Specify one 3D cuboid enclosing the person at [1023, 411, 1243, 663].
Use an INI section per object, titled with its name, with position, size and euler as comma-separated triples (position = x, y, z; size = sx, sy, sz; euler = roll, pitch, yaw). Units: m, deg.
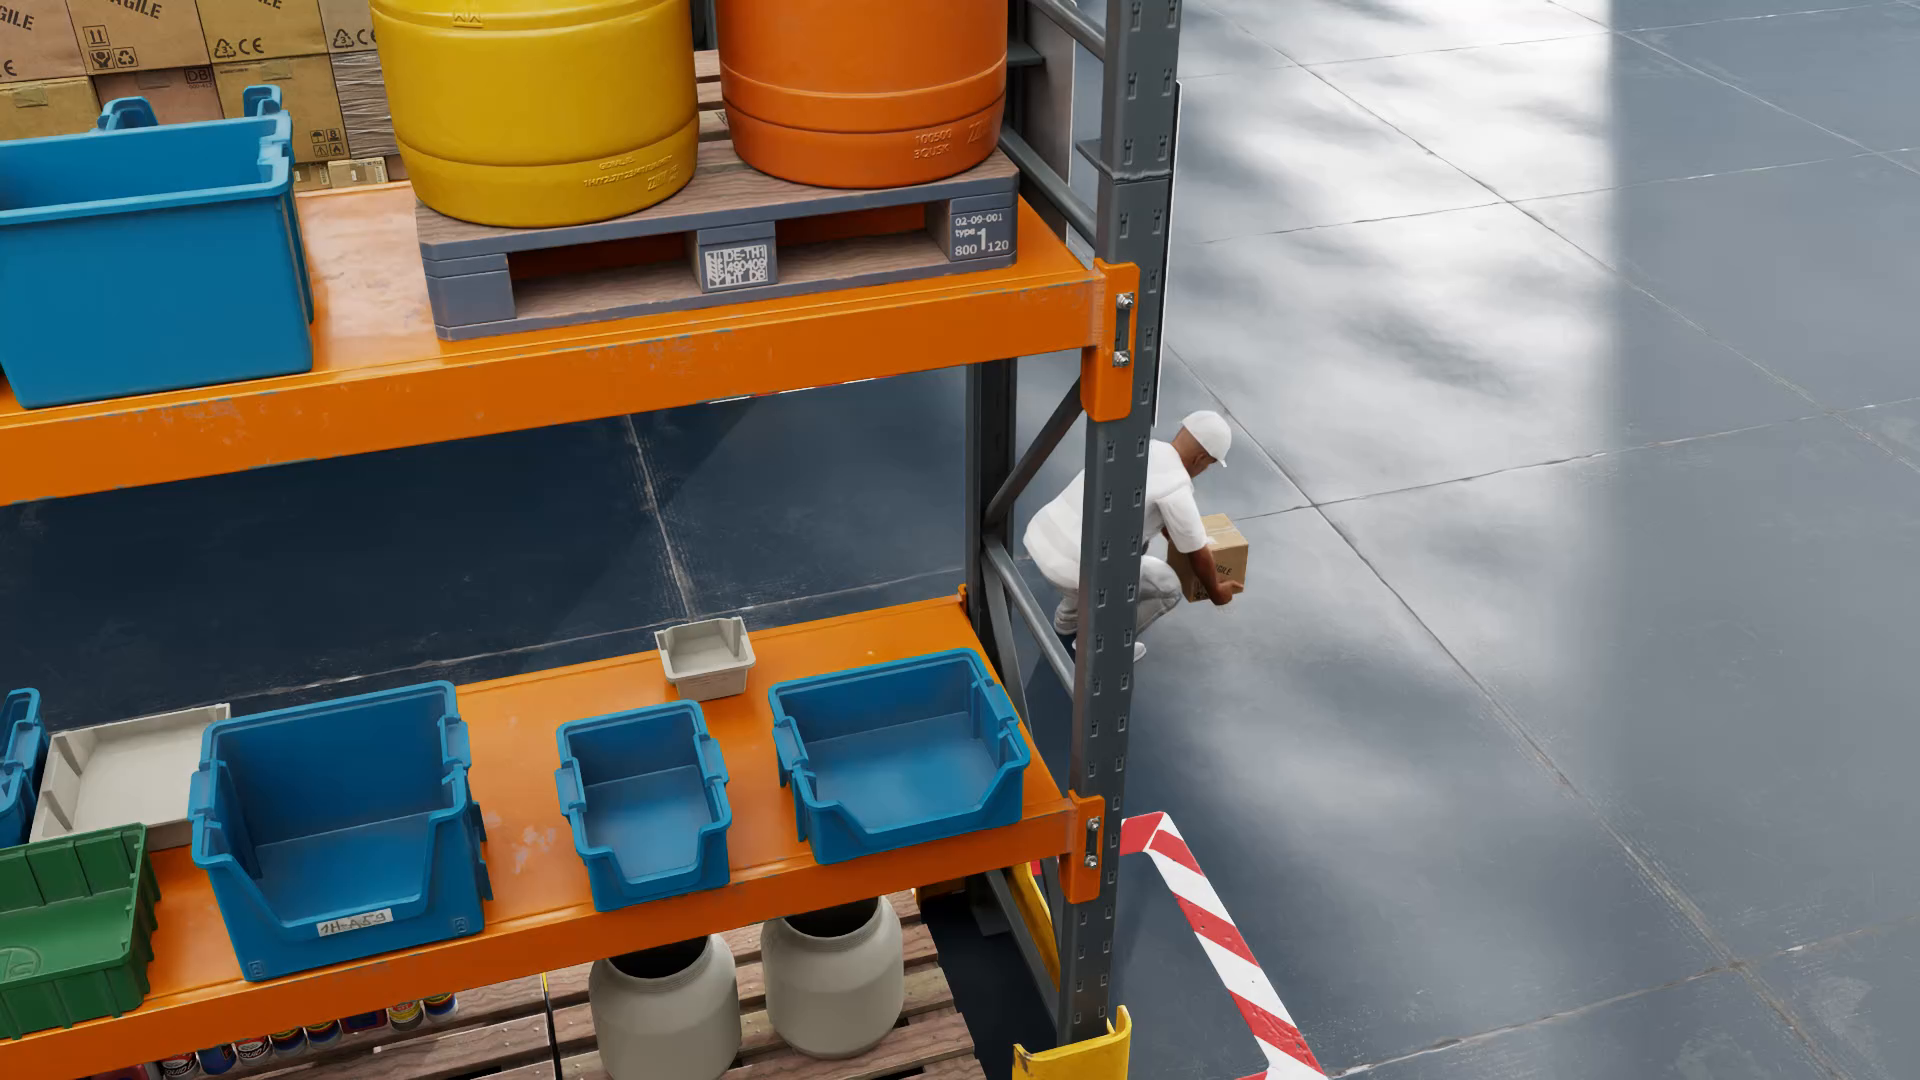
[person]
position = 0.709, -0.025, 6.850
size = 0.912, 1.007, 0.541
euler = -11, 35, -16
